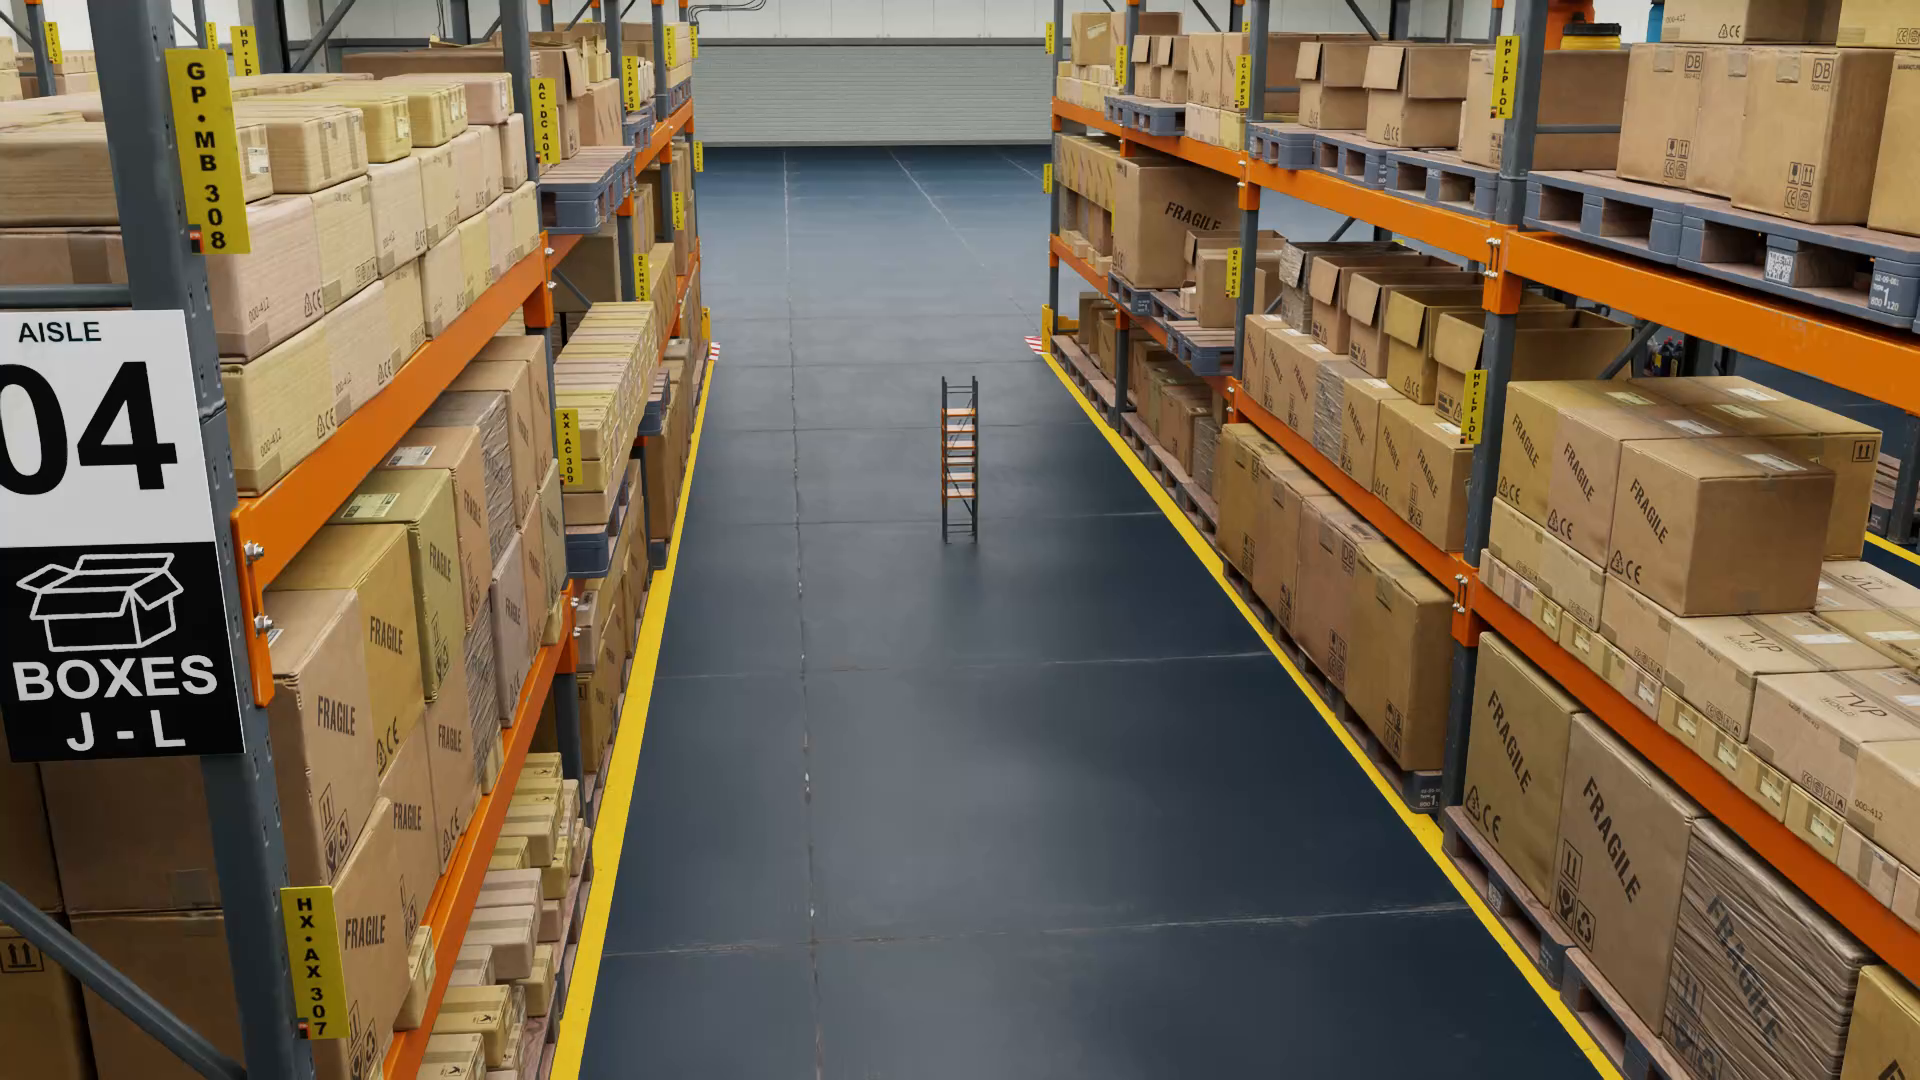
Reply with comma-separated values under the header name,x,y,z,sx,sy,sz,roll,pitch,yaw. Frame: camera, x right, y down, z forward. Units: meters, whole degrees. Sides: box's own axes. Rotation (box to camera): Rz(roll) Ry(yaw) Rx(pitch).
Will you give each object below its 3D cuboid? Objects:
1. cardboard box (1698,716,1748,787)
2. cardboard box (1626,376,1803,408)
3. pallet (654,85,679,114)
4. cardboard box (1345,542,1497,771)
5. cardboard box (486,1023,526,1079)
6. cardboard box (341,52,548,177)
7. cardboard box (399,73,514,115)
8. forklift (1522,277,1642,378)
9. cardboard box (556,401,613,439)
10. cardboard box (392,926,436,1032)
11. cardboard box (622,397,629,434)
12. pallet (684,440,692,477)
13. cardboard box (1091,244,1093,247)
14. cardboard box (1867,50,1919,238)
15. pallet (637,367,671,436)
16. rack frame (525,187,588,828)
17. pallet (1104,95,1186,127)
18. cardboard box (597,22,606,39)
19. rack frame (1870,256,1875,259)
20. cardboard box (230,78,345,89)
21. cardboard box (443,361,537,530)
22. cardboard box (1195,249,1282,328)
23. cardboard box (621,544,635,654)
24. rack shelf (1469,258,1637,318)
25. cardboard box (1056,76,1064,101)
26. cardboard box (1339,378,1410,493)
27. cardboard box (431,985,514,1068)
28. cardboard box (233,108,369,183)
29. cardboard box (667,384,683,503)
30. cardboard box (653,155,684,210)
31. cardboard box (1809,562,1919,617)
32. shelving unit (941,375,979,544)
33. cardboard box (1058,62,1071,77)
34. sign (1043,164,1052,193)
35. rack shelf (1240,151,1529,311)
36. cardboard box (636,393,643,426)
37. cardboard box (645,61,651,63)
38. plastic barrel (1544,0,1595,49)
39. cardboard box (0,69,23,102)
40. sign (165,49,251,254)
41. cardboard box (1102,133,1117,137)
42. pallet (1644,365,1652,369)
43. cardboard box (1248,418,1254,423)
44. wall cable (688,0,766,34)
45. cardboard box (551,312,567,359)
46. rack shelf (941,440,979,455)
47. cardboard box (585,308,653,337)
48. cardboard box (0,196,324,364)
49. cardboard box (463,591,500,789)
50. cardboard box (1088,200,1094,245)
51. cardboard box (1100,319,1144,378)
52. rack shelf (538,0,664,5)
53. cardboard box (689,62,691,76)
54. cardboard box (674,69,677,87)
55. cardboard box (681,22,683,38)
name,x,y,z,sx,sy,sz,roll,pitch,yaw
cardboard box,2.656,0.681,5.421,0.380,0.149,0.250,-1,17,-5
cardboard box,3.078,-0.379,6.878,0.500,0.500,0.500,-1,17,-4
pallet,-3.078,-3.973,14.964,1.003,0.211,1.213,-2,18,-6
cardboard box,2.679,0.544,8.284,1.225,0.875,0.875,-2,18,-5
cardboard box,-1.675,1.769,5.594,0.380,0.149,0.250,-2,18,-6
cardboard box,-2.109,-1.752,6.874,0.700,0.500,0.500,-2,18,-6
cardboard box,-1.875,-1.660,6.199,0.380,0.149,0.250,-3,18,-8
forklift,5.052,-1.931,13.434,3.031,2.935,1.130,2,18,6
cardboard box,-1.797,-0.535,7.599,0.380,0.149,0.250,-1,17,-4
cardboard box,-1.516,1.092,4.110,0.380,0.149,0.250,-2,18,-7
cardboard box,-1.876,-0.622,8.373,0.380,0.149,0.250,-1,17,-3
pallet,-2.850,-0.782,14.315,1.003,0.211,1.213,-2,18,-6
cardboard box,1.535,-2.922,16.897,0.380,0.149,0.250,-2,18,-6
cardboard box,3.031,-1.092,4.605,0.700,0.500,0.500,-3,18,-9
pallet,-2.412,-0.848,10.189,1.213,0.211,1.003,-2,18,-6
rack frame,-2.179,0.044,7.031,1.000,3.000,0.127,-2,18,-6
pallet,1.897,-3.617,13.997,1.213,0.211,1.003,-2,18,-6
cardboard box,-3.465,-4.681,15.291,0.380,0.149,0.250,-2,18,-5
rack frame,11.381,-3.960,19.782,1.000,3.000,0.127,-2,18,-6
cardboard box,-2.313,-1.496,5.675,0.380,0.149,0.250,-2,18,-6
cardboard box,-1.803,-0.338,5.912,0.500,0.500,0.500,-2,18,-7
cardboard box,2.100,-1.842,12.169,0.700,0.500,0.500,1,17,3
cardboard box,-2.143,0.344,9.546,0.500,0.500,0.500,-3,18,-8
rack shelf,6.660,-2.869,17.508,1.077,0.370,4.000,-2,18,-6
cardboard box,1.320,-4.863,17.901,0.500,0.250,0.500,-1,17,-4
cardboard box,2.340,-0.561,8.790,0.500,0.500,0.500,-2,18,-6
cardboard box,-1.638,1.553,5.287,0.380,0.149,0.250,-2,17,-5
cardboard box,-1.562,-0.889,3.742,0.380,0.149,0.250,-2,17,-5
cardboard box,-2.659,-0.720,12.517,1.050,0.750,0.750,-2,17,-5
cardboard box,-3.100,-3.363,15.828,0.875,0.550,0.550,-2,18,-6
cardboard box,3.180,0.280,6.032,0.500,0.250,0.500,-1,17,-5
shelving unit,-0.001,-0.577,12.011,0.258,1.200,0.189,-2,18,-6
cardboard box,1.256,-5.035,17.785,0.380,0.149,0.250,-1,17,-4
sign,0.987,-4.051,18.628,0.100,0.325,0.005,-2,18,-6
rack shelf,2.558,-1.763,8.979,1.077,0.370,4.000,-2,18,-6
cardboard box,-1.957,-0.714,9.161,0.380,0.149,0.250,-1,17,-4
cardboard box,-2.772,-3.742,13.463,0.500,0.250,0.500,-2,17,-5
plastic barrel,6.630,-5.503,18.273,0.600,0.830,0.708,-2,18,-6
cardboard box,-7.713,-3.547,13.010,0.500,0.250,0.500,-2,18,-7
sign,-1.227,-0.630,2.708,0.100,0.325,0.005,-2,18,-6
cardboard box,1.830,-4.165,18.104,0.500,0.500,0.500,-2,18,-6
pallet,6.709,-1.851,17.722,1.003,0.211,1.213,-2,18,-6
cardboard box,2.253,-0.845,12.048,0.500,0.250,0.500,-1,17,-3
wall cable,-6.730,-17.589,47.501,2.305,6.003,0.169,-2,18,-6
cardboard box,-2.905,-1.322,11.213,0.500,0.500,0.500,-2,18,-6
rack shelf,-0.001,-0.649,11.988,0.258,0.103,0.180,-2,18,-6
cardboard box,-2.062,-1.306,10.054,0.380,0.149,0.250,-2,18,-6
cardboard box,-1.555,-0.505,3.184,0.500,0.250,0.500,-1,17,-5
cardboard box,-1.715,0.447,5.083,0.500,0.500,0.500,-2,18,-7
cardboard box,1.776,-3.235,16.809,0.875,0.500,0.500,-2,18,-6
cardboard box,1.729,-1.944,16.834,0.500,0.500,0.500,-3,18,-11
rack shelf,-2.798,-4.072,11.994,1.077,0.370,4.000,-2,18,-6
cardboard box,-3.020,-4.927,17.408,0.380,0.149,0.250,-2,18,-5
cardboard box,-2.757,-4.170,14.994,0.380,0.149,0.250,-2,18,-6
cardboard box,-2.914,-5.003,16.317,0.380,0.149,0.250,-2,18,-6
